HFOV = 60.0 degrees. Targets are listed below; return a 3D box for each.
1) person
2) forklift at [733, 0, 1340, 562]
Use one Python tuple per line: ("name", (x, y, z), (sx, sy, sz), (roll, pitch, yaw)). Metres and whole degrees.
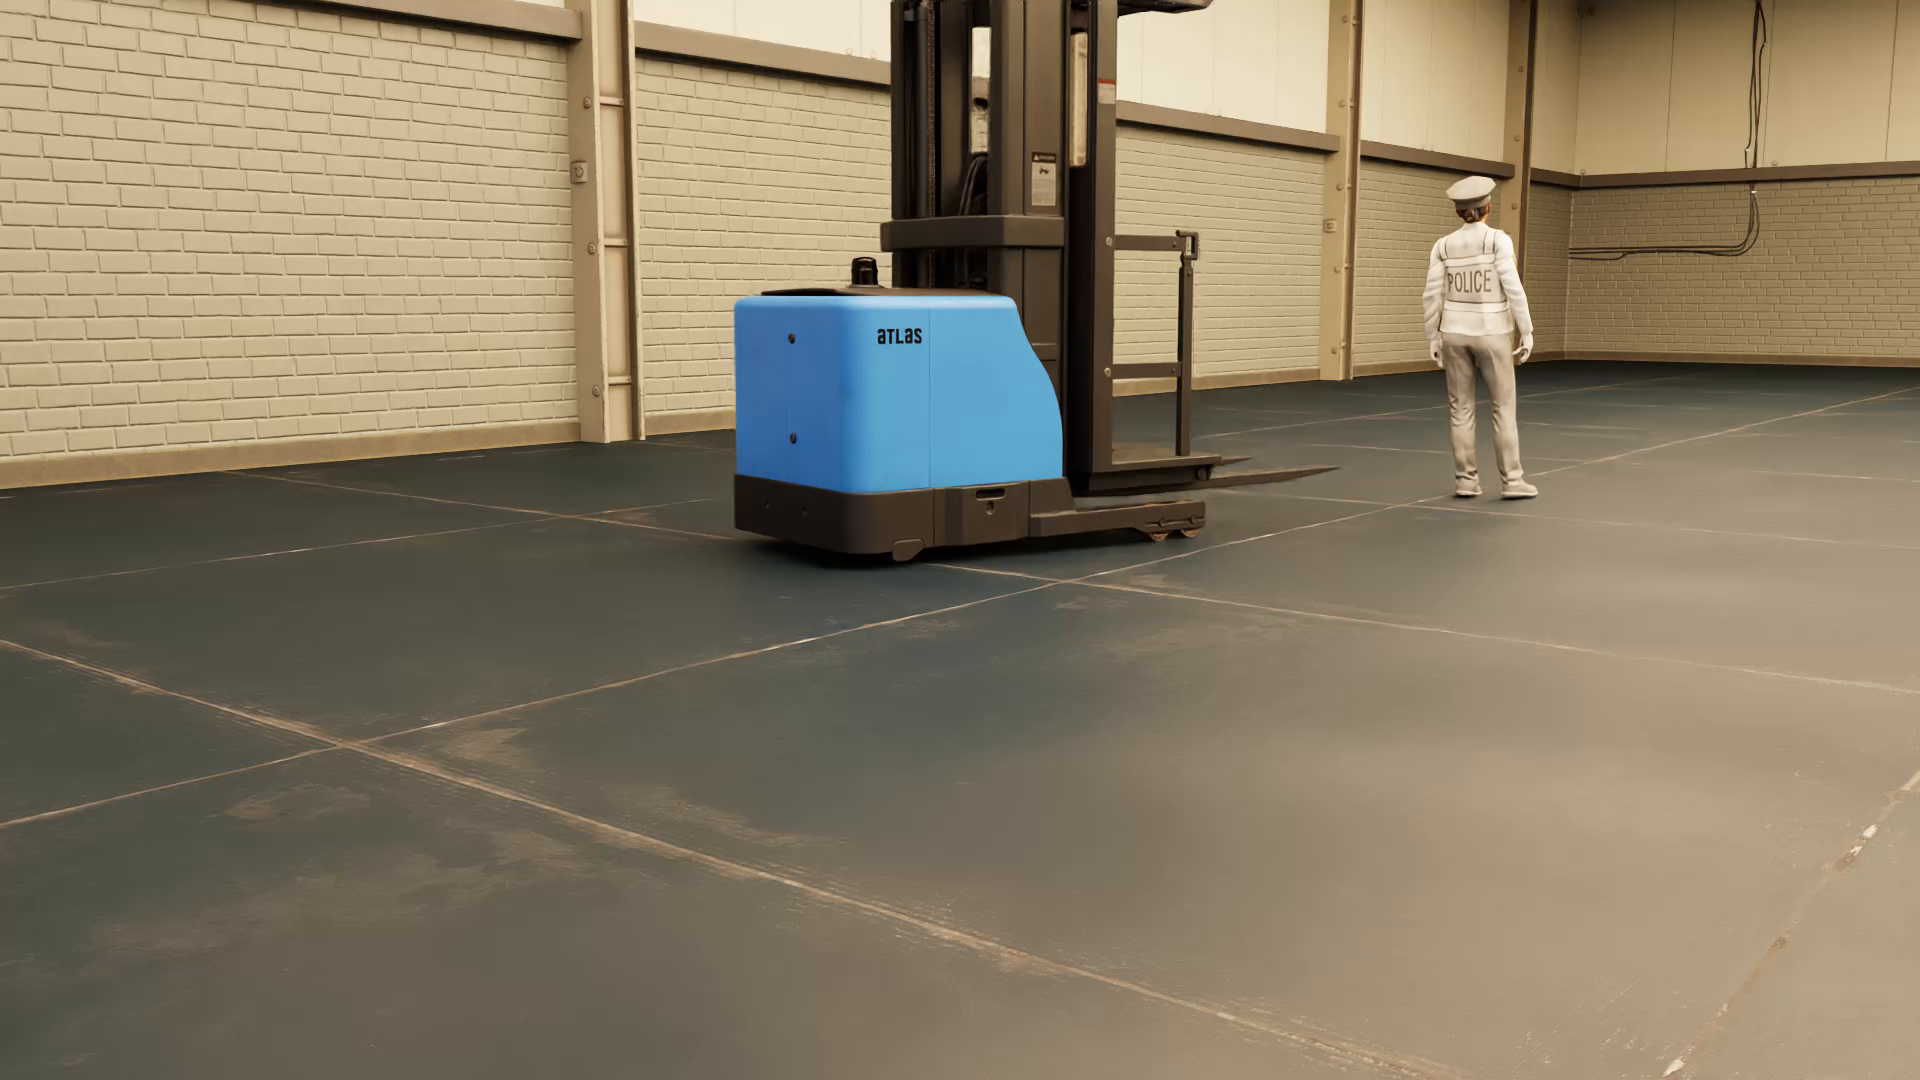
("person", (2.778, -1.074, 8.876), (0.575, 1.702, 0.514), (7, 11, 38))
("forklift", (0.499, -1.507, 7.579), (3.031, 2.935, 1.130), (-6, 10, -36))
